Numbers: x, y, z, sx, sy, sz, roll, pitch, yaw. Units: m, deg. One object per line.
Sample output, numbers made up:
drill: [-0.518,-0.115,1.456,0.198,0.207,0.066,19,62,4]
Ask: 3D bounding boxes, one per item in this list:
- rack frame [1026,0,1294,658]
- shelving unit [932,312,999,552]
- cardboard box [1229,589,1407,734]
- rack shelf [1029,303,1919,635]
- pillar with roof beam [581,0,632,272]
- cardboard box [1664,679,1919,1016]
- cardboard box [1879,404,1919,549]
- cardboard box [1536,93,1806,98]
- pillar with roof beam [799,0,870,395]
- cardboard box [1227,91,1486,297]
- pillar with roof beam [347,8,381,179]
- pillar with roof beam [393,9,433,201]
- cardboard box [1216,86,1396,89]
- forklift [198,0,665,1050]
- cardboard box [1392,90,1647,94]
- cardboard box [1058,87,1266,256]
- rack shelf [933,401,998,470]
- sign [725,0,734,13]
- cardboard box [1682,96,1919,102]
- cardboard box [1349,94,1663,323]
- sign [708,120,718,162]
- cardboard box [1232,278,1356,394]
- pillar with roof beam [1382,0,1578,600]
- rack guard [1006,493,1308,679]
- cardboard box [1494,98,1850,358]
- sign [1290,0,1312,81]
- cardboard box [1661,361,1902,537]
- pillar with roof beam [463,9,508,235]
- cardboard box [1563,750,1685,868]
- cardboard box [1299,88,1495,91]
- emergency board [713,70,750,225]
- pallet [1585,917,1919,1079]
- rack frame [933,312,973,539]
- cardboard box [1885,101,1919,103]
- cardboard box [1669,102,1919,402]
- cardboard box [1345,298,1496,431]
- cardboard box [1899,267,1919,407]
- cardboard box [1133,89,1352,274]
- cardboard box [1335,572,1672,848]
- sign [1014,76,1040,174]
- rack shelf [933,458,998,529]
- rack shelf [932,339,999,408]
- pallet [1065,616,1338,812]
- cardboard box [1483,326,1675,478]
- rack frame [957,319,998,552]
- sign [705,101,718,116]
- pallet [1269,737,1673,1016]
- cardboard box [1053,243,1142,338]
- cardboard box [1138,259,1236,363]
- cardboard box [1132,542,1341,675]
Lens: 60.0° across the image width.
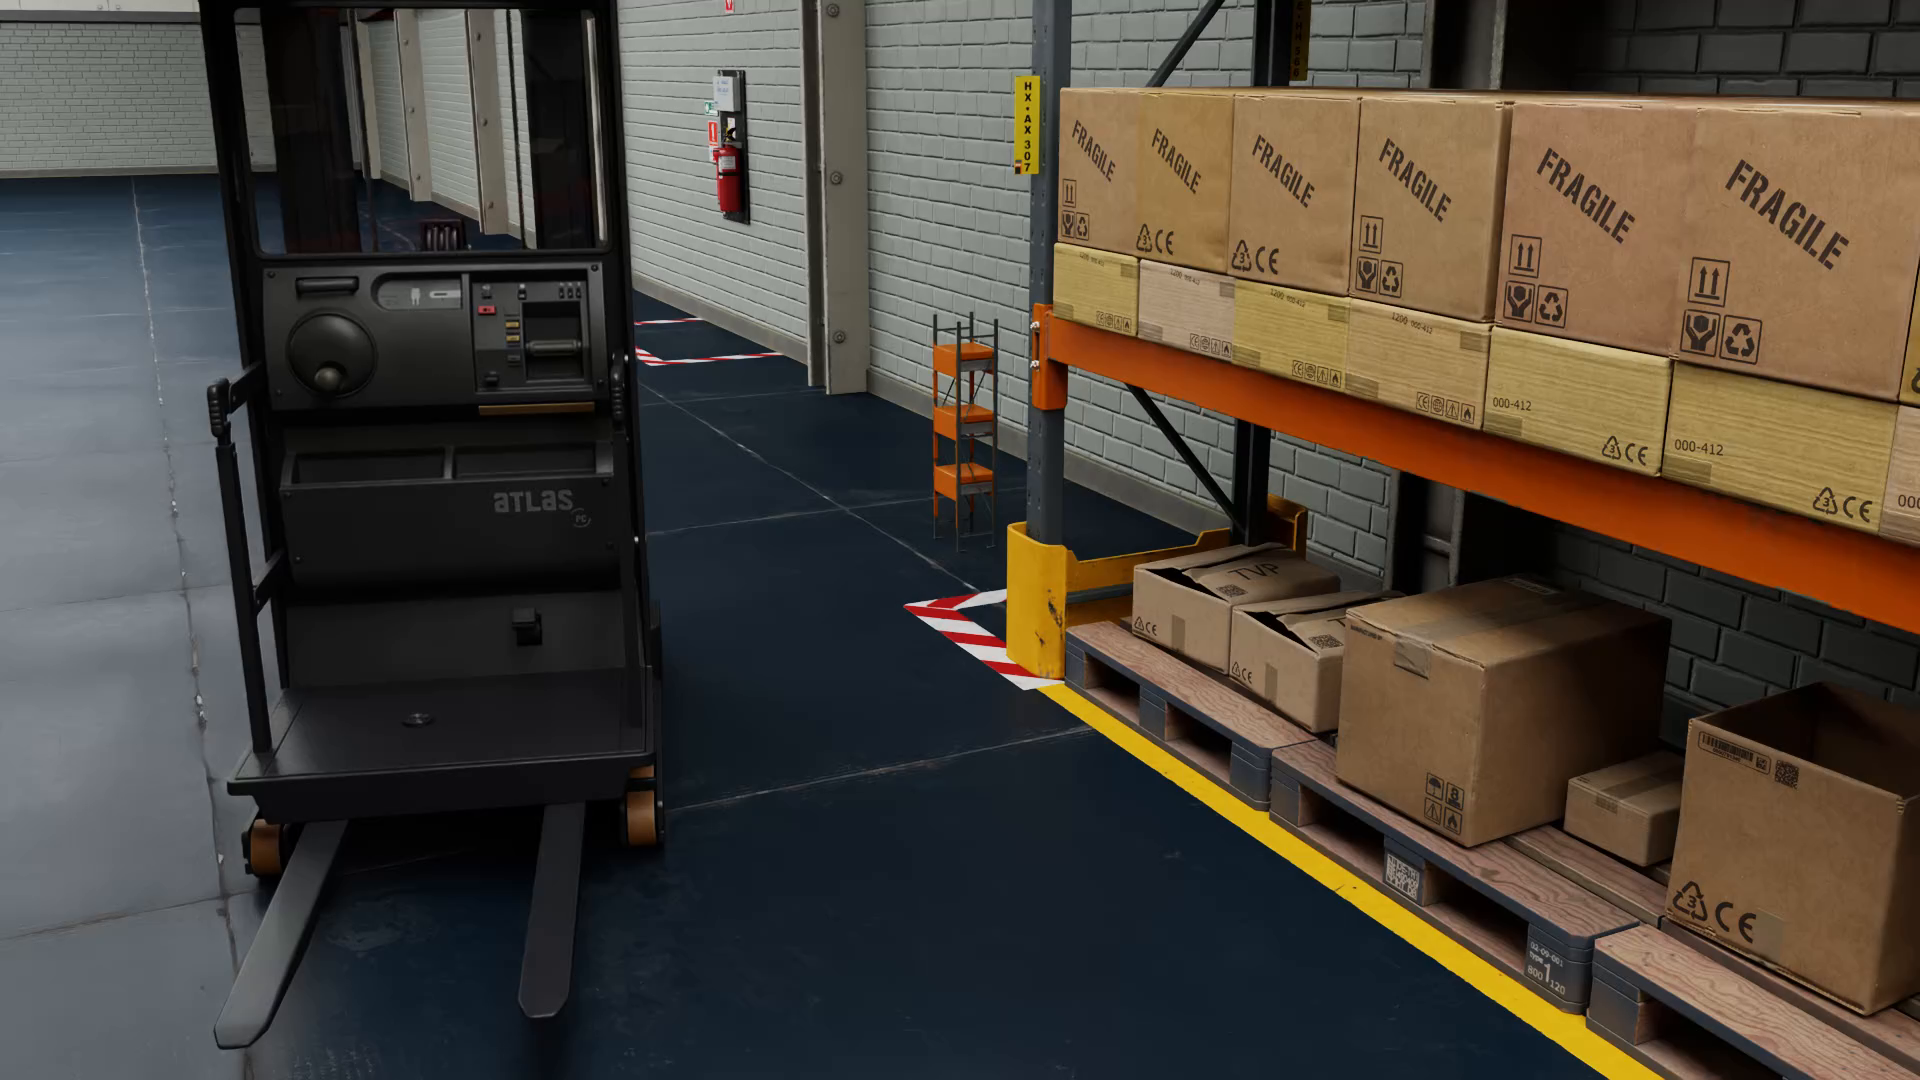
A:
rack frame: [0.720,-1.065,6.023,1.000,3.000,0.127,-8,18,-25]
shelving unit: [0.023,-0.491,7.560,0.215,1.050,0.252,-8,18,-25]
cardboard box: [1.192,0.340,5.204,0.500,0.311,0.500,-6,17,-20]
rack shelf: [1.596,-0.223,4.394,1.077,0.370,4.000,-8,18,-25]
pillar with roof beam: [-7.323,-6.334,13.510,9.100,9.000,0.400,-8,18,-25]
cardboard box: [1.981,0.665,3.730,0.500,0.500,0.500,-9,18,-29]
cardboard box: [1.992,-0.091,2.866,0.500,0.250,0.500,-8,18,-25]
cardboard box: [1.780,-0.893,4.300,0.500,0.500,0.500,-7,18,-24]
pillar with roof beam: [-4.695,-4.847,8.326,9.100,9.000,0.400,-8,18,-25]
cardboard box: [1.087,-0.955,4.518,0.500,0.500,0.500,-8,18,-27]
pillar with roof beam: [-15.209,-10.798,29.063,9.100,9.000,0.400,-8,18,-25]
pillar with roof beam: [-12.580,-9.310,23.879,9.100,9.000,0.400,-8,18,-25]
cardboard box: [1.117,-1.271,5.619,0.500,0.500,0.500,-8,18,-26]
forklift: [-1.440,-0.595,4.510,1.130,2.935,3.031,-3,16,-10]
cardboard box: [1.559,-1.018,4.735,0.500,0.500,0.500,-8,18,-26]
cardboard box: [0.659,-1.208,5.398,0.500,0.500,0.500,-8,18,-25]
rack shelf: [0.023,-0.481,7.563,0.215,0.259,0.240,-8,18,-25]
sign: [-1.787,-4.229,12.847,0.001,0.298,0.199,-8,18,-25]
cardboard box: [2.017,-0.766,3.856,0.500,0.500,0.500,-7,17,-23]
cardboard box: [1.324,-0.829,4.077,0.500,0.500,0.500,-7,17,-23]
sign: [-2.022,-3.267,13.634,0.001,0.329,0.234,-8,18,-25]
cardboard box: [1.106,-0.589,4.600,0.500,0.250,0.500,-8,18,-26]
pillar with roof beam: [-2.066,-3.359,3.142,9.100,9.000,0.400,-8,18,-25]
rack guard: [0.753,0.156,6.302,1.175,0.500,0.348,-8,18,-25]
cardboard box: [1.552,-0.700,3.628,0.500,0.500,0.500,-8,18,-26]
sign: [1.227,-1.835,6.036,0.100,0.325,0.005,-8,18,-25]
cardboard box: [1.781,-0.216,3.300,0.500,0.250,0.500,-8,18,-25]
pillar with roof beam: [-9.952,-7.822,18.695,9.100,9.000,0.400,-8,18,-25]
cardboard box: [1.789,0.687,4.289,0.380,0.149,0.250,-9,18,-29]
cardboard box: [1.329,-1.145,5.180,0.500,0.500,0.500,-7,18,-24]
emergency board: [-1.873,-3.101,13.118,0.194,1.169,0.643,-8,18,-25]
pallet: [2.146,1.105,3.516,1.003,0.211,1.213,-8,18,-25]
rack frame: [-0.030,-0.522,7.665,0.200,1.050,0.008,-8,18,-25]
cardboard box: [2.231,-0.641,3.423,0.500,0.500,0.500,-8,18,-25]
cardboard box: [1.763,-0.574,3.188,0.500,0.500,0.500,-8,18,-25]
cardboard box: [1.326,-0.463,4.162,0.500,0.250,0.500,-7,18,-24]
cardboard box: [1.987,-0.451,2.759,0.500,0.500,0.500,-8,18,-25]
cardboard box: [0.866,-1.084,4.967,0.500,0.500,0.500,-8,18,-25]
cardboard box: [1.468,0.437,4.523,0.700,0.500,0.500,-9,18,-28]
sign: [0.232,-1.415,5.675,0.100,0.325,0.005,-8,18,-25]
rack shelf: [0.023,-0.214,7.639,0.215,0.259,0.240,-8,18,-25]
rack shelf: [0.023,-0.754,7.484,0.215,0.259,0.240,-8,18,-25]
pallet: [1.077,0.500,5.625,1.003,0.211,1.213,-8,18,-25]
cardboard box: [1.547,-0.339,3.728,0.500,0.250,0.500,-8,18,-25]
rack frame: [0.077,-0.461,7.454,0.200,1.050,0.008,-8,18,-25]
sign: [-2.028,-3.520,13.553,0.001,0.109,0.331,-8,18,-25]
pallet: [1.608,0.802,4.572,1.003,0.211,1.213,-8,18,-25]
cardboard box: [0.648,-0.843,5.485,0.500,0.250,0.500,-8,18,-27]
cardboard box: [0.888,-0.716,5.042,0.500,0.250,0.500,-8,18,-27]
cardboard box: [0.942,0.199,5.697,0.500,0.311,0.500,-10,19,-31]
